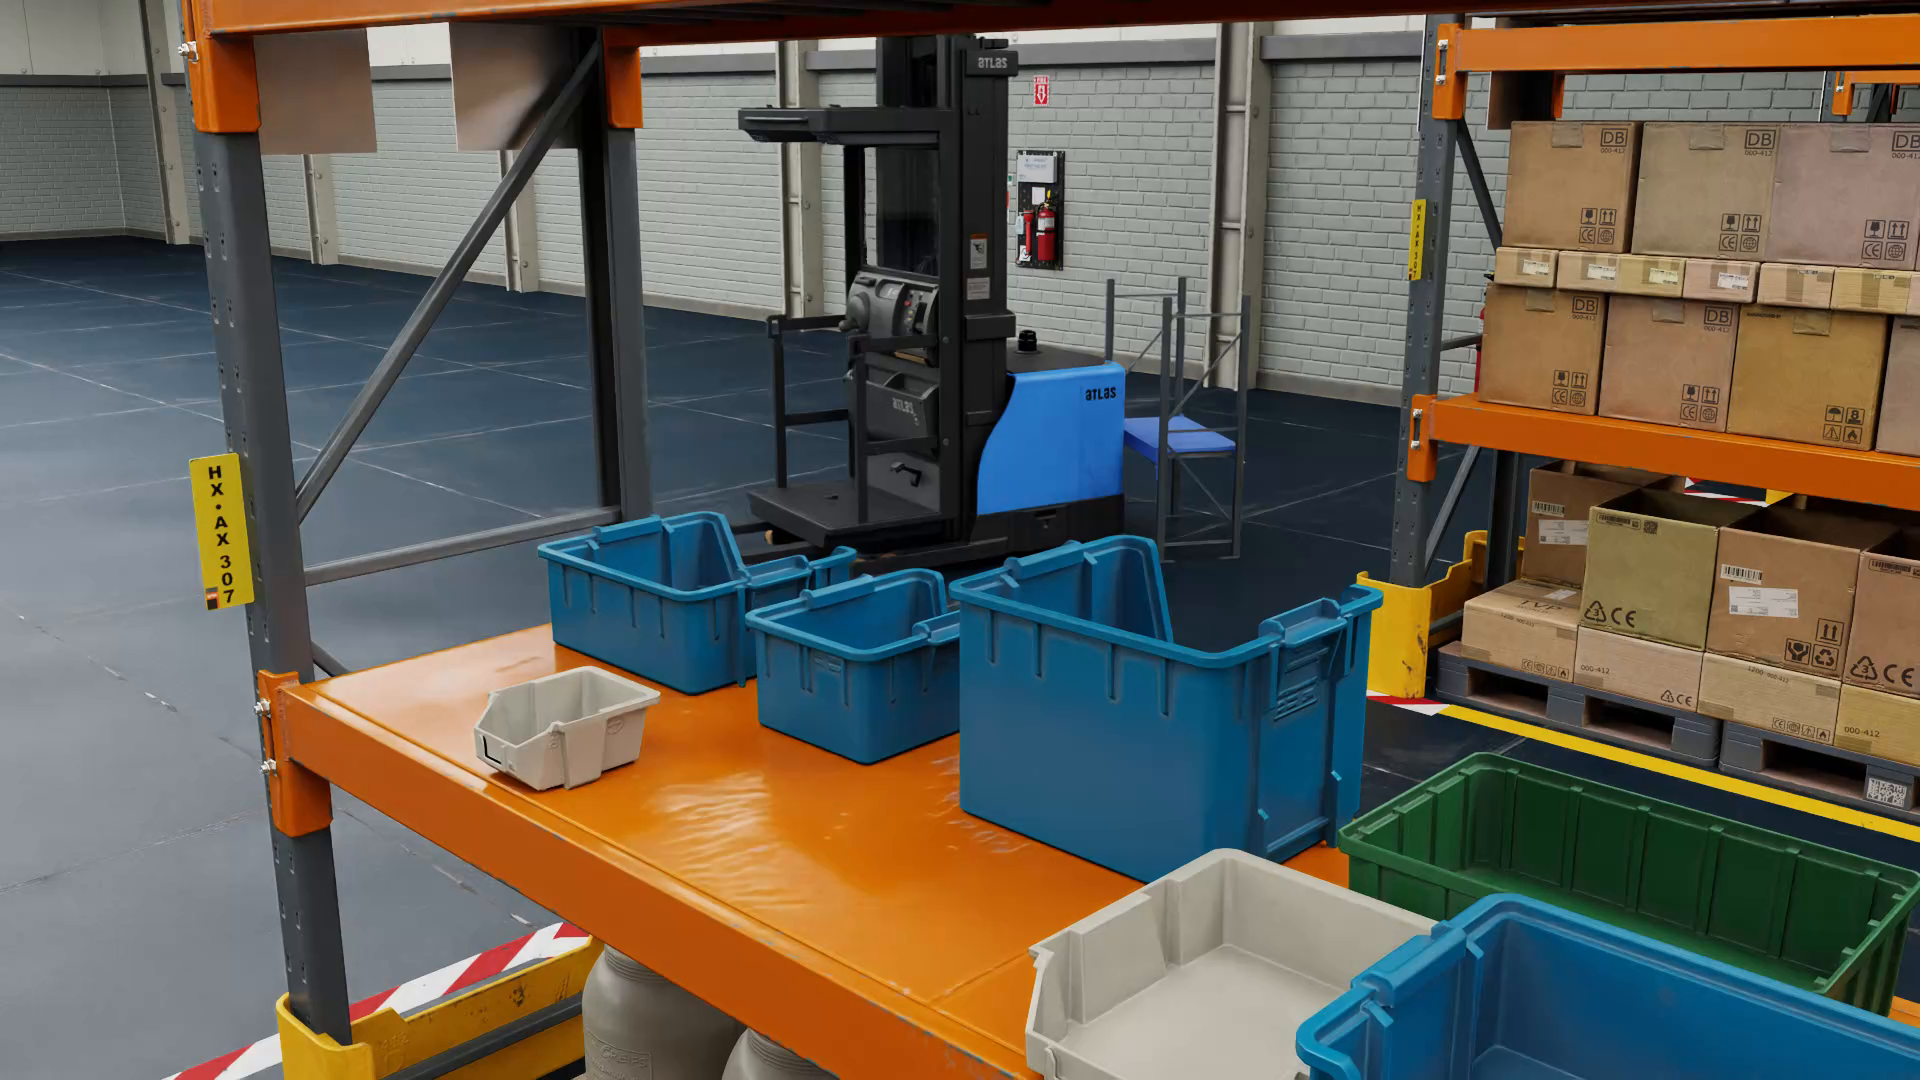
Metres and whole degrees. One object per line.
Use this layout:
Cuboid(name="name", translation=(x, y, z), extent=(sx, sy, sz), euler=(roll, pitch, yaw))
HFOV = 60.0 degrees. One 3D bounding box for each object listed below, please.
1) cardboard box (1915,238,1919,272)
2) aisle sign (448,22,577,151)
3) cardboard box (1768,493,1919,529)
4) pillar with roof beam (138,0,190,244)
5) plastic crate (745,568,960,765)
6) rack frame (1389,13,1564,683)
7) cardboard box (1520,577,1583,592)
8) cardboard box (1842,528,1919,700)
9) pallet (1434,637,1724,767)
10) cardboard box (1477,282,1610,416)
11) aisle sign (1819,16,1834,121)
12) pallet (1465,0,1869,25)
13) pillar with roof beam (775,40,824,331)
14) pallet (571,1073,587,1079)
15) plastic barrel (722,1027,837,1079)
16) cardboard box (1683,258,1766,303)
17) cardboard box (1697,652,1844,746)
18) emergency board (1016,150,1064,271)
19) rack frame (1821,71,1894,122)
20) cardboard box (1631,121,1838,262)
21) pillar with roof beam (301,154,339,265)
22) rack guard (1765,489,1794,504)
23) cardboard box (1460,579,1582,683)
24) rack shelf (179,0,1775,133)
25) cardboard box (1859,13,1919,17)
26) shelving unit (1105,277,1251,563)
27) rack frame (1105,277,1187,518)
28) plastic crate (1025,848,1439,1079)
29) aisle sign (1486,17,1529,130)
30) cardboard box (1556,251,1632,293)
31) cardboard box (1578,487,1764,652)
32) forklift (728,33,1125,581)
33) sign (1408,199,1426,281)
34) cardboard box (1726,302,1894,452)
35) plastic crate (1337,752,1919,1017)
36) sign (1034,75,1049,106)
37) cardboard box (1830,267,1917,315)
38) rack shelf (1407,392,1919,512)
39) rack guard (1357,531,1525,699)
Cuboid(name="cardboard box", translation=(3.746, -1.196, 5.803), extent=(0.500, 0.500, 0.700), euler=(14, 20, 42))
Cuboid(name="aisle sign", translation=(-1.012, -1.306, 3.841), extent=(0.004, 0.787, 0.394), euler=(14, 20, 42))
Cuboid(name="cardboard box", translation=(3.597, 0.096, 6.746), extent=(0.500, 0.500, 0.500), euler=(14, 20, 42))
Cuboid(name="pillar with roof beam", translation=(-17.770, -9.187, 27.342), extent=(0.400, 9.000, 9.100), euler=(14, 20, 42))
Cuboid(name="plastic crate", translation=(-0.135, 0.238, 3.364), extent=(0.408, 0.251, 0.499), euler=(14, 20, 42))
Cuboid(name="rack frame", translation=(2.274, -0.880, 7.361), extent=(0.127, 3.000, 1.000), euler=(14, 20, 42))
Cuboid(name="cardboard box", translation=(2.865, 0.287, 7.501), extent=(0.500, 0.250, 0.500), euler=(14, 20, 42))
Cuboid(name="cardboard box", translation=(3.584, 0.281, 6.036), extent=(0.500, 0.500, 0.500), euler=(14, 20, 42))
Cuboid(name="pallet", translation=(2.854, 0.595, 7.228), extent=(1.213, 0.211, 1.003), euler=(14, 20, 42))
Cuboid(name="cardboard box", translation=(2.601, -0.845, 7.026), extent=(0.500, 0.500, 0.700), euler=(14, 20, 42))
Cuboid(name="aisle sign", translation=(5.450, -2.996, 10.326), extent=(0.004, 0.787, 0.394), euler=(14, 20, 42))
Cuboid(name="pallet", translation=(2.765, -2.161, 6.501), extent=(1.213, 0.211, 1.003), euler=(14, 20, 42))
Cuboid(name="pillar with roof beam", translation=(-4.813, -6.036, 15.252), extent=(0.400, 9.000, 9.100), euler=(14, 20, 42))
Cuboid(name="pallet", translation=(-0.498, 1.515, 3.697), extent=(1.213, 0.211, 1.003), euler=(14, 20, 42))
Cuboid(name="plastic barrel", translation=(-0.279, 1.208, 3.449), extent=(0.421, 0.512, 0.421), euler=(0, 15, 0))
Cuboid(name="cardboard box", translation=(2.958, -1.001, 6.338), extent=(0.250, 0.149, 0.380), euler=(13, 20, 41))
Cuboid(name="cardboard box", translation=(3.228, 0.556, 6.471), extent=(0.500, 0.250, 0.500), euler=(14, 20, 42))
Cuboid(name="emergency board", translation=(0.742, -3.304, 16.664), extent=(0.643, 1.169, 0.194), euler=(14, 20, 42))
Cuboid(name="rack frame", translation=(5.710, -1.780, 10.815), extent=(0.127, 3.000, 1.000), euler=(14, 20, 42))
Cuboid(name="cardboard box", translation=(3.022, -1.372, 6.478), extent=(0.500, 0.500, 0.700), euler=(13, 19, 41))
Cuboid(name="pillar with roof beam", translation=(-13.451, -8.137, 23.312), extent=(0.400, 9.000, 9.100), euler=(14, 20, 42))
Cuboid(name="rack guard", translation=(5.764, -0.557, 11.079), extent=(0.348, 0.500, 1.175), euler=(14, 20, 42))
Cuboid(name="cardboard box", translation=(2.506, 0.381, 7.140), extent=(0.500, 0.250, 0.500), euler=(14, 20, 42))
Cuboid(name="rack shelf", translation=(0.273, -0.735, 2.282), extent=(4.000, 0.370, 1.077), euler=(14, 20, 42))
Cuboid(name="cardboard box", translation=(5.777, -3.186, 10.023), extent=(0.500, 0.500, 0.500), euler=(-14, 20, -43))
Cuboid(name="shelving unit", translation=(1.243, -0.735, 9.777), extent=(0.538, 1.500, 1.048), euler=(-3, 15, -12))
Cuboid(name="rack frame", translation=(1.131, -0.860, 10.257), extent=(0.500, 1.500, 0.032), euler=(-3, 15, -12))
Cuboid(name="plastic crate", translation=(0.368, 0.608, 2.174), extent=(0.437, 0.136, 0.530), euler=(14, 20, 42))
Cuboid(name="aisle sign", translation=(2.431, -2.203, 7.282), extent=(0.004, 0.787, 0.394), euler=(14, 20, 42))
Cuboid(name="cardboard box", translation=(2.599, -1.089, 6.678), extent=(0.250, 0.149, 0.380), euler=(13, 19, 41))
Cuboid(name="cardboard box", translation=(2.867, 0.106, 6.711), extent=(0.500, 0.500, 0.500), euler=(14, 20, 42))
Cuboid(name="forklift", translation=(-0.556, -1.305, 9.128), extent=(3.031, 2.935, 1.130), euler=(-9, 17, -30))
Cuboid(name="sign", translation=(1.885, -1.238, 6.860), extent=(0.005, 0.325, 0.100), euler=(14, 20, 42))
Cuboid(name="cardboard box", translation=(3.336, -0.666, 6.339), extent=(0.500, 0.500, 0.700), euler=(14, 20, 43))
Cuboid(name="plastic crate", translation=(0.931, 0.532, 2.362), extent=(0.662, 0.188, 0.450), euler=(14, 20, 42))
Cuboid(name="sign", translation=(0.806, -4.445, 16.446), extent=(0.199, 0.298, 0.001), euler=(14, 20, 42))
Cuboid(name="cardboard box", translation=(3.336, -0.910, 5.990), extent=(0.250, 0.149, 0.380), euler=(13, 20, 41))
Cuboid(name="rack shelf", translation=(3.714, -0.182, 6.109), extent=(4.000, 0.370, 1.077), euler=(14, 20, 42))
Cuboid(name="rack guard", translation=(2.257, 0.325, 7.693), extent=(0.348, 0.500, 1.175), euler=(14, 20, 42))
